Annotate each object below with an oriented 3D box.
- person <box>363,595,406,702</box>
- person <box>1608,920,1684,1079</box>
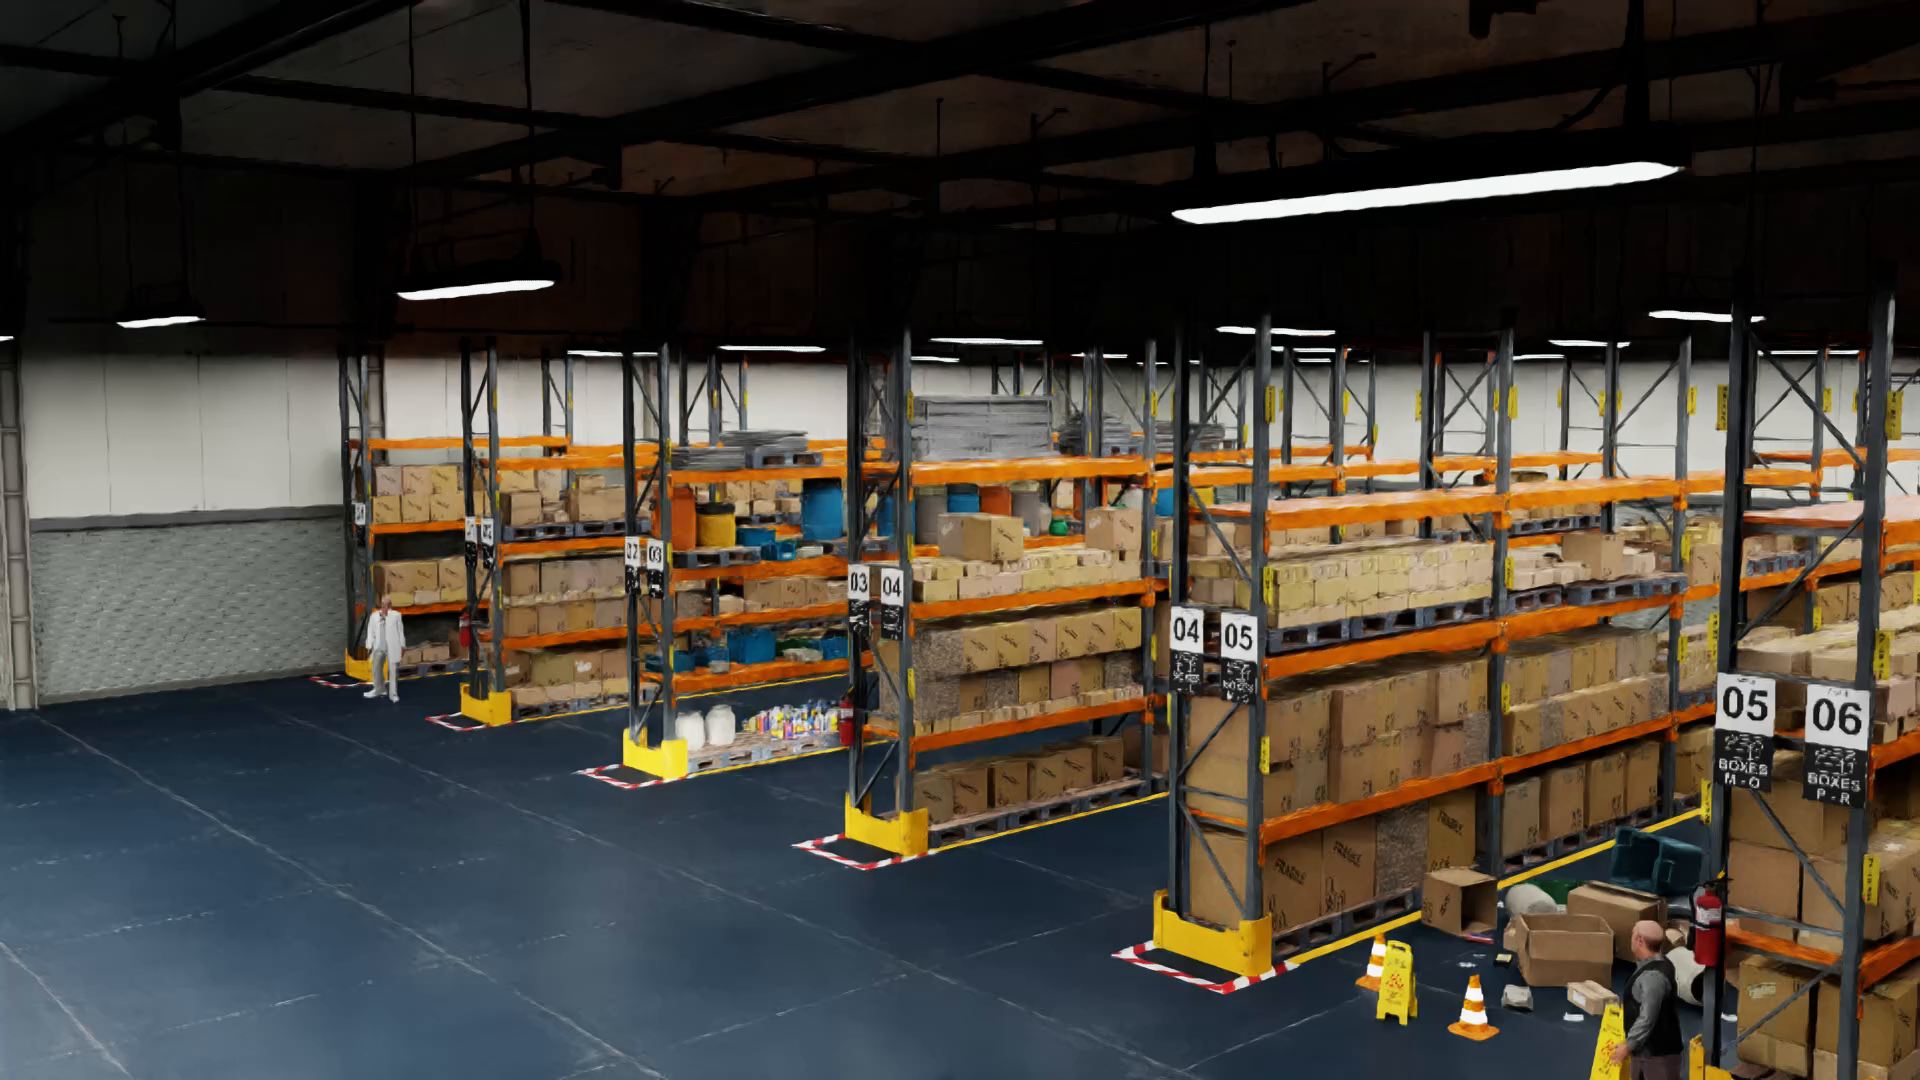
[{"bbox_3d":[-9.669,1.795,27.800,0.769,1.773,0.511,0,5,3],"label":"person"},{"bbox_3d":[4.561,3.345,10.871,0.701,1.718,0.554,2,5,20],"label":"person"}]
